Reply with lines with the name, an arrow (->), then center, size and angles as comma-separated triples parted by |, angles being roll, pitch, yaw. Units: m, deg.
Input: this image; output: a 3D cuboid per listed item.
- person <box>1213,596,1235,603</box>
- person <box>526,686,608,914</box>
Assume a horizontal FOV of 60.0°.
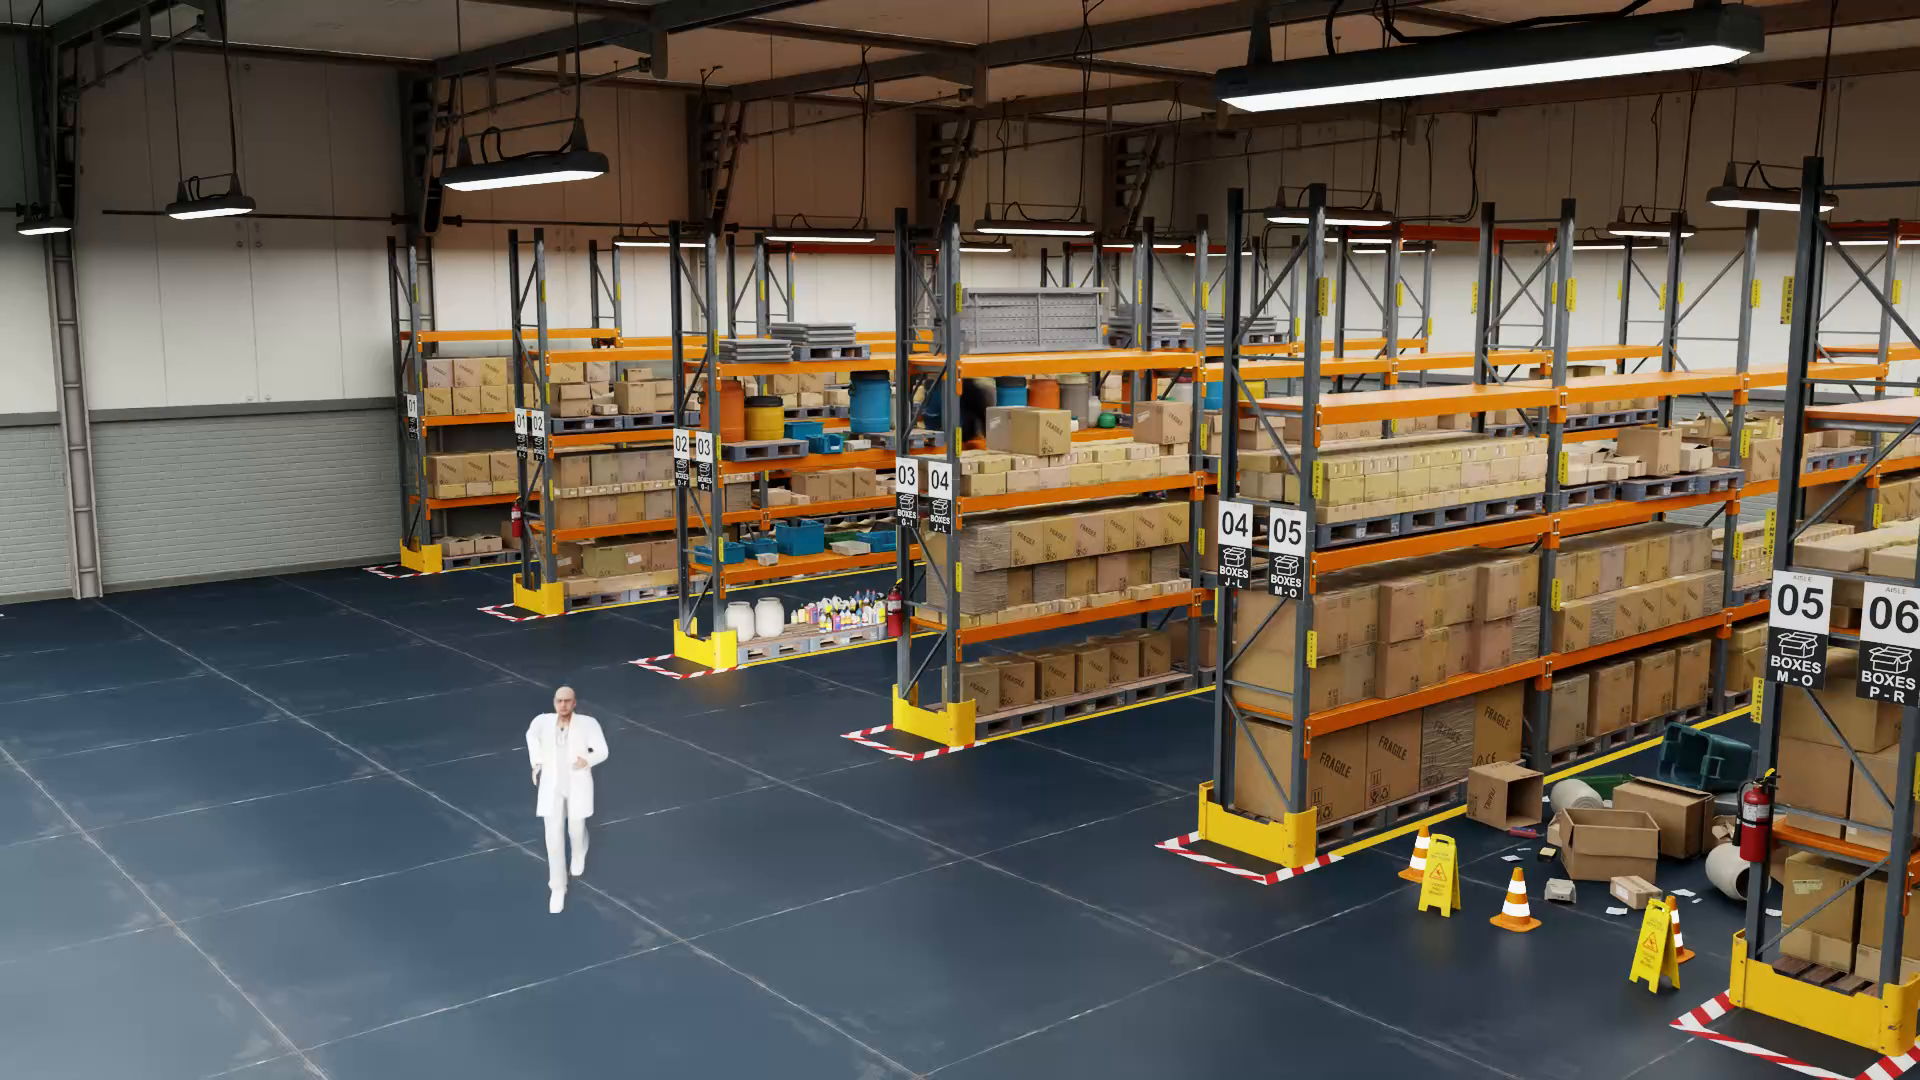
person -> 4.128, 0.258, 25.645 | 0.583, 1.612, 0.733 | 7, 12, 40
person -> -3.337, 2.123, 14.109 | 0.688, 1.805, 1.040 | -1, 9, -7
